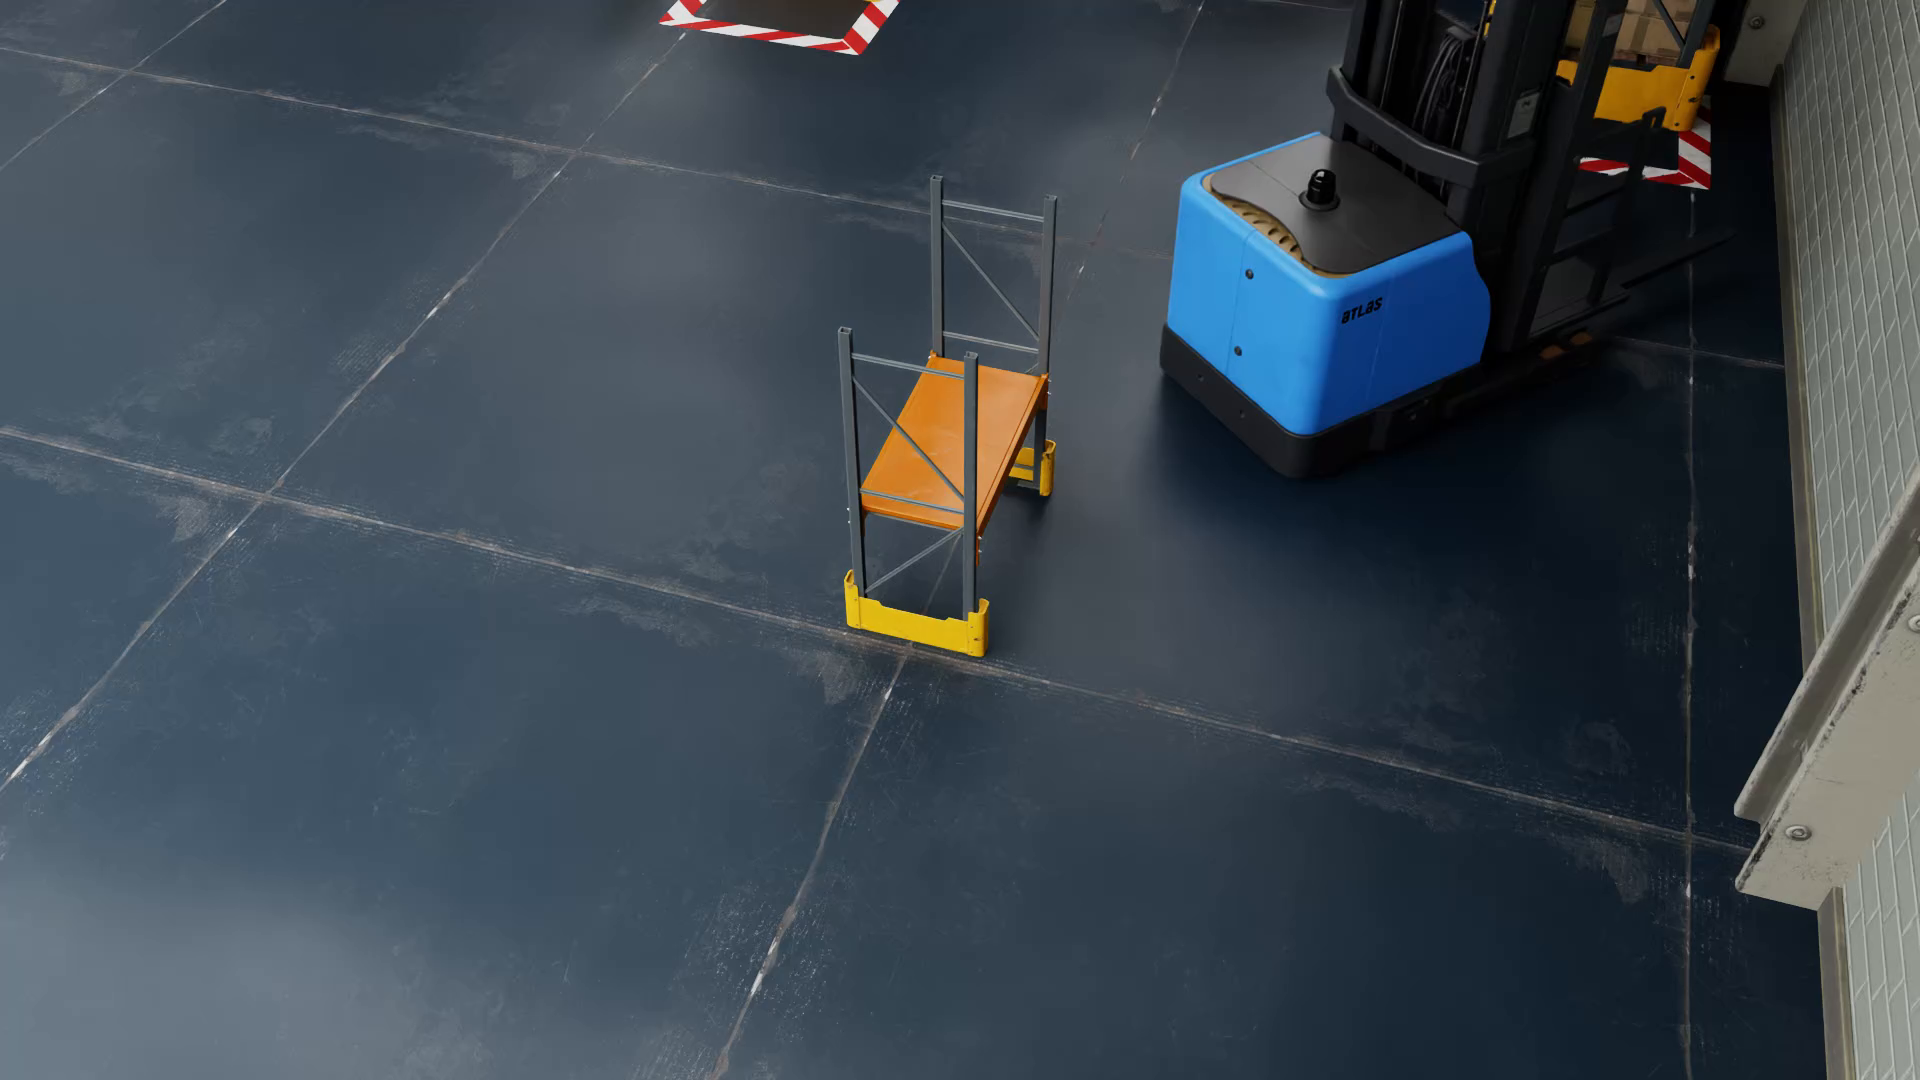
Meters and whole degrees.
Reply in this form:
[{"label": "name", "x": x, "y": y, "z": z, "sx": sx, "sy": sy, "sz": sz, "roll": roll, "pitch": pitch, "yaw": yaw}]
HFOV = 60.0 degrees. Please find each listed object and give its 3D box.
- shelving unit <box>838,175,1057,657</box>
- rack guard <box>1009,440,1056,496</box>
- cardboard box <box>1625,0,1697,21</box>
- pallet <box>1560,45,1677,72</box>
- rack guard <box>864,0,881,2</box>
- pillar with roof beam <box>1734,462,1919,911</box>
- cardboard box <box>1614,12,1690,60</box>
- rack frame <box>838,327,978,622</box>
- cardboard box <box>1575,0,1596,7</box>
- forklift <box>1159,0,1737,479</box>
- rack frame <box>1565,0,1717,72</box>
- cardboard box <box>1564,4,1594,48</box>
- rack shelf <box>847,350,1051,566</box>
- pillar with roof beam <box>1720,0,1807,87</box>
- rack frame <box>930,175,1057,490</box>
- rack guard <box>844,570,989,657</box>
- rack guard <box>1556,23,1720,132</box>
[{"label": "shelving unit", "x": -0.023, "y": -0.485, "z": 6.573, "sx": 0.587, "sy": 1.500, "sz": 1.083, "roll": 13, "pitch": 46, "yaw": 13}, {"label": "rack guard", "x": 0.128, "y": -0.370, "z": 7.349, "sx": 0.587, "sy": 0.250, "sz": 0.087, "roll": 13, "pitch": 46, "yaw": 13}, {"label": "cardboard box", "x": 4.039, "y": -3.273, "z": 9.658, "sx": 0.500, "sy": 0.250, "sz": 0.500, "roll": 13, "pitch": 46, "yaw": 13}, {"label": "pallet", "x": 3.890, "y": -3.180, "z": 10.247, "sx": 1.003, "sy": 0.211, "sz": 1.213, "roll": 13, "pitch": 46, "yaw": 13}, {"label": "rack guard", "x": -1.010, "y": -3.864, "z": 10.740, "sx": 1.175, "sy": 0.500, "sz": 0.348, "roll": 13, "pitch": 46, "yaw": 13}, {"label": "pillar with roof beam", "x": -1.152, "y": -2.988, "z": 3.768, "sx": 9.100, "sy": 9.000, "sz": 0.400, "roll": 13, "pitch": 46, "yaw": 13}, {"label": "cardboard box", "x": 4.034, "y": -3.111, "z": 9.849, "sx": 0.500, "sy": 0.250, "sz": 0.500, "roll": 13, "pitch": 46, "yaw": 13}, {"label": "rack frame", "x": -0.180, "y": -0.140, "z": 6.220, "sx": 0.500, "sy": 1.500, "sz": 0.032, "roll": 13, "pitch": 46, "yaw": 13}, {"label": "cardboard box", "x": 3.548, "y": -3.394, "z": 9.781, "sx": 0.500, "sy": 0.250, "sz": 0.500, "roll": 12, "pitch": 46, "yaw": 12}, {"label": "forklift", "x": 2.475, "y": -2.101, "z": 7.201, "sx": 3.031, "sy": 2.935, "sz": 1.130, "roll": -23, "pitch": 49, "yaw": -22}, {"label": "rack frame", "x": 3.698, "y": -3.658, "z": 8.742, "sx": 1.000, "sy": 3.000, "sz": 0.127, "roll": 13, "pitch": 46, "yaw": 13}, {"label": "cardboard box", "x": 3.540, "y": -3.205, "z": 9.946, "sx": 0.500, "sy": 0.250, "sz": 0.500, "roll": 13, "pitch": 46, "yaw": 13}, {"label": "rack shelf", "x": -0.026, "y": -0.351, "z": 6.692, "sx": 0.538, "sy": 0.185, "sz": 1.000, "roll": 13, "pitch": 46, "yaw": 13}, {"label": "pillar with roof beam", "x": 0.665, "y": -6.987, "z": 7.855, "sx": 9.100, "sy": 9.000, "sz": 0.400, "roll": 13, "pitch": 46, "yaw": 13}, {"label": "rack frame", "x": 0.128, "y": -0.818, "z": 6.913, "sx": 0.500, "sy": 1.500, "sz": 0.032, "roll": 13, "pitch": 46, "yaw": 13}, {"label": "rack guard", "x": -0.174, "y": 0.293, "z": 6.670, "sx": 0.587, "sy": 0.250, "sz": 0.087, "roll": 13, "pitch": 46, "yaw": 13}, {"label": "rack guard", "x": 3.691, "y": -2.748, "z": 9.600, "sx": 1.175, "sy": 0.500, "sz": 0.348, "roll": 13, "pitch": 46, "yaw": 13}]
